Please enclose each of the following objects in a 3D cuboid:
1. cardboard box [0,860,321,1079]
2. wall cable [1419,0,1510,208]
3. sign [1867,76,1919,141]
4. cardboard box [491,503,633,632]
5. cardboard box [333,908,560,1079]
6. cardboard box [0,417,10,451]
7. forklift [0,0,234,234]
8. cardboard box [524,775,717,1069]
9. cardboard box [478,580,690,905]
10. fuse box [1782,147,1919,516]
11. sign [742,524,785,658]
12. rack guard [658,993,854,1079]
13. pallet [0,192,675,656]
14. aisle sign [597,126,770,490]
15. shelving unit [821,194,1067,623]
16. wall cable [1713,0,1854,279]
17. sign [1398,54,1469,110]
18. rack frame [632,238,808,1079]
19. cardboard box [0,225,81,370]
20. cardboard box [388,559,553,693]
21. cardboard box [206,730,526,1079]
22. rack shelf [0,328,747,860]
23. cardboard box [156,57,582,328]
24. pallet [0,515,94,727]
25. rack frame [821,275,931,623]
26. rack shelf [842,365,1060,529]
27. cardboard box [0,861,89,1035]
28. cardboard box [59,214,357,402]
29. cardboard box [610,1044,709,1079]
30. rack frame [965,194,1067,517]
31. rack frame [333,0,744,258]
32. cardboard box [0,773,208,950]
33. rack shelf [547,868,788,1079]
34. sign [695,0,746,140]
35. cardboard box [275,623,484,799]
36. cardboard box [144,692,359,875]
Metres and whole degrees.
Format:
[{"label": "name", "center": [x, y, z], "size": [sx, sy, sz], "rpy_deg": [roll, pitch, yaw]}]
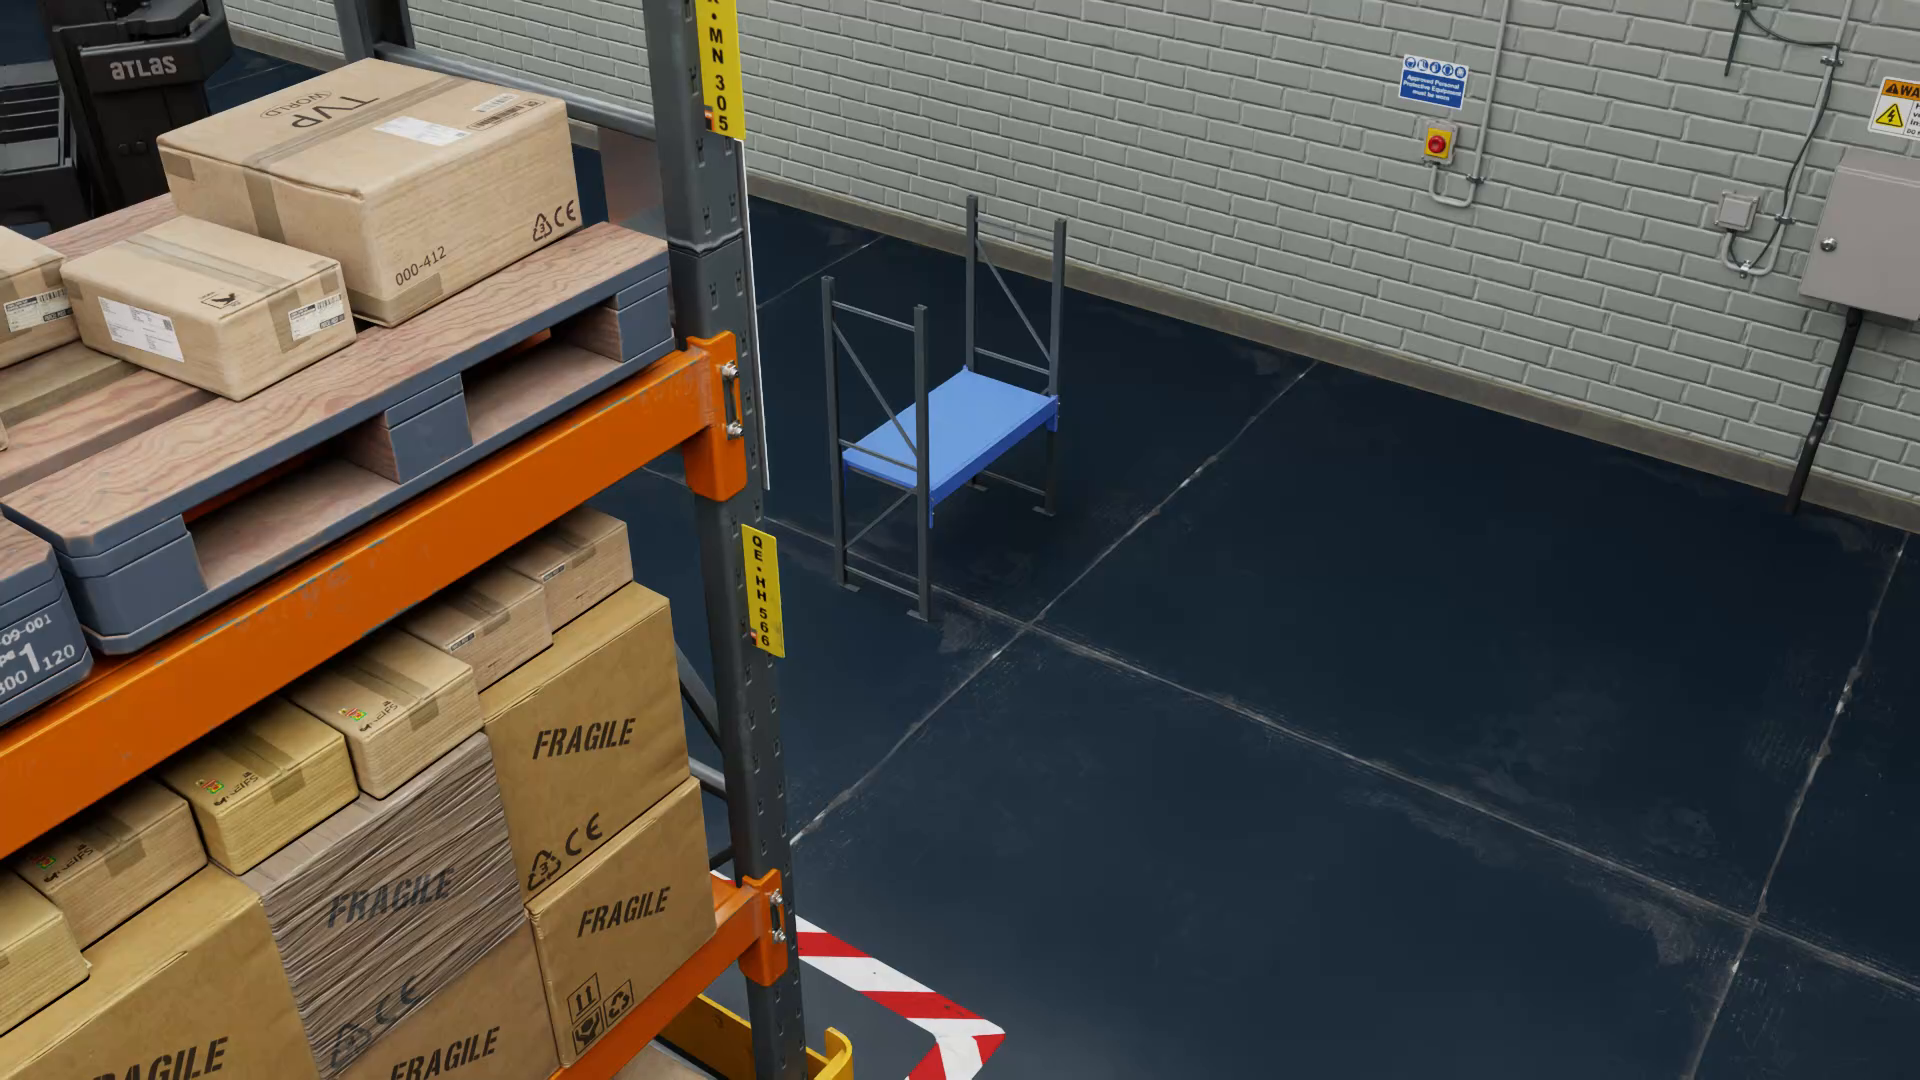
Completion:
[{"label": "cardboard box", "center": [-1.511, 0.831, 2.861], "size": [0.500, 0.500, 0.500], "rpy_deg": [21, 39, 28]}, {"label": "wall cable", "center": [2.323, -2.524, 7.869], "size": [0.585, 1.953, 0.123], "rpy_deg": [21, 39, 28]}, {"label": "sign", "center": [4.038, -1.807, 7.007], "size": [0.339, 0.242, 0.001], "rpy_deg": [21, 39, 28]}, {"label": "cardboard box", "center": [-0.913, 0.017, 3.486], "size": [0.380, 0.149, 0.250], "rpy_deg": [22, 40, 29]}, {"label": "cardboard box", "center": [-1.229, 1.004, 3.499], "size": [0.500, 0.500, 0.500], "rpy_deg": [20, 39, 27]}, {"label": "cardboard box", "center": [-1.767, -0.236, 2.358], "size": [0.500, 0.311, 0.500], "rpy_deg": [22, 40, 29]}, {"label": "forklift", "center": [-3.147, -0.474, 5.834], "size": [3.031, 2.935, 1.130], "rpy_deg": [-14, 36, -20]}, {"label": "cardboard box", "center": [-0.930, 0.778, 3.833], "size": [0.500, 0.500, 0.500], "rpy_deg": [21, 40, 28]}, {"label": "cardboard box", "center": [-0.952, 0.355, 3.566], "size": [0.500, 0.500, 0.500], "rpy_deg": [23, 40, 30]}, {"label": "fuse box", "center": [3.966, -0.818, 7.432], "size": [0.539, 1.711, 0.414], "rpy_deg": [21, 39, 28]}, {"label": "sign", "center": [-0.435, 0.115, 3.658], "size": [0.100, 0.325, 0.005], "rpy_deg": [21, 39, 28]}, {"label": "rack guard", "center": [-0.859, 1.537, 5.031], "size": [1.175, 0.500, 0.348], "rpy_deg": [21, 39, 28]}, {"label": "pallet", "center": [-1.287, -0.349, 2.989], "size": [1.003, 0.211, 1.213], "rpy_deg": [21, 39, 28]}, {"label": "aisle sign", "center": [-0.577, -0.498, 3.489], "size": [0.394, 0.787, 0.004], "rpy_deg": [21, 39, 28]}, {"label": "shelving unit", "center": [-0.049, -0.582, 7.272], "size": [0.538, 1.500, 1.048], "rpy_deg": [21, 39, 28]}, {"label": "wall cable", "center": [3.495, -2.063, 7.216], "size": [0.588, 1.984, 0.122], "rpy_deg": [21, 39, 28]}, {"label": "sign", "center": [2.318, -2.245, 8.151], "size": [0.327, 0.218, 0.001], "rpy_deg": [21, 39, 28]}, {"label": "rack frame", "center": [-0.873, 0.513, 4.314], "size": [1.000, 3.000, 0.127], "rpy_deg": [21, 39, 28]}, {"label": "cardboard box", "center": [-1.682, -0.414, 2.767], "size": [0.380, 0.149, 0.250], "rpy_deg": [23, 40, 30]}, {"label": "cardboard box", "center": [-1.038, 0.142, 3.302], "size": [0.380, 0.149, 0.250], "rpy_deg": [22, 40, 29]}, {"label": "cardboard box", "center": [-1.226, 0.605, 3.196], "size": [0.500, 0.500, 0.500], "rpy_deg": [21, 40, 28]}, {"label": "rack shelf", "center": [-2.013, 0.488, 2.315], "size": [1.077, 0.370, 4.000], "rpy_deg": [21, 39, 28]}, {"label": "cardboard box", "center": [-1.055, -0.647, 3.022], "size": [0.500, 0.250, 0.500], "rpy_deg": [18, 38, 24]}, {"label": "pallet", "center": [-1.982, 0.215, 2.155], "size": [1.003, 0.211, 1.213], "rpy_deg": [21, 39, 28]}, {"label": "rack frame", "center": [-0.338, -0.348, 6.926], "size": [0.500, 1.500, 0.032], "rpy_deg": [21, 39, 28]}, {"label": "rack shelf", "center": [-0.049, -0.433, 7.373], "size": [0.538, 0.185, 1.000], "rpy_deg": [21, 39, 28]}, {"label": "cardboard box", "center": [-1.595, 0.622, 2.591], "size": [0.380, 0.149, 0.250], "rpy_deg": [22, 40, 29]}, {"label": "cardboard box", "center": [-1.229, -0.387, 2.727], "size": [0.380, 0.149, 0.250], "rpy_deg": [18, 38, 25]}, {"label": "cardboard box", "center": [-1.167, 1.736, 4.418], "size": [0.875, 0.438, 0.875], "rpy_deg": [20, 39, 27]}, {"label": "rack frame", "center": [0.241, -0.816, 7.618], "size": [0.500, 1.500, 0.032], "rpy_deg": [21, 39, 28]}, {"label": "rack frame", "center": [-0.873, -1.973, 2.634], "size": [1.000, 3.000, 0.127], "rpy_deg": [21, 39, 28]}, {"label": "cardboard box", "center": [-1.501, 0.488, 2.790], "size": [0.380, 0.149, 0.250], "rpy_deg": [21, 39, 28]}, {"label": "rack shelf", "center": [-2.013, 1.731, 3.155], "size": [1.077, 0.370, 4.000], "rpy_deg": [21, 39, 28]}, {"label": "sign", "center": [-0.435, -0.884, 2.982], "size": [0.100, 0.325, 0.005], "rpy_deg": [21, 39, 28]}, {"label": "cardboard box", "center": [-1.116, 0.288, 3.086], "size": [0.380, 0.149, 0.250], "rpy_deg": [21, 39, 28]}, {"label": "cardboard box", "center": [-1.293, 0.390, 2.934], "size": [0.380, 0.149, 0.250], "rpy_deg": [22, 40, 29]}]
